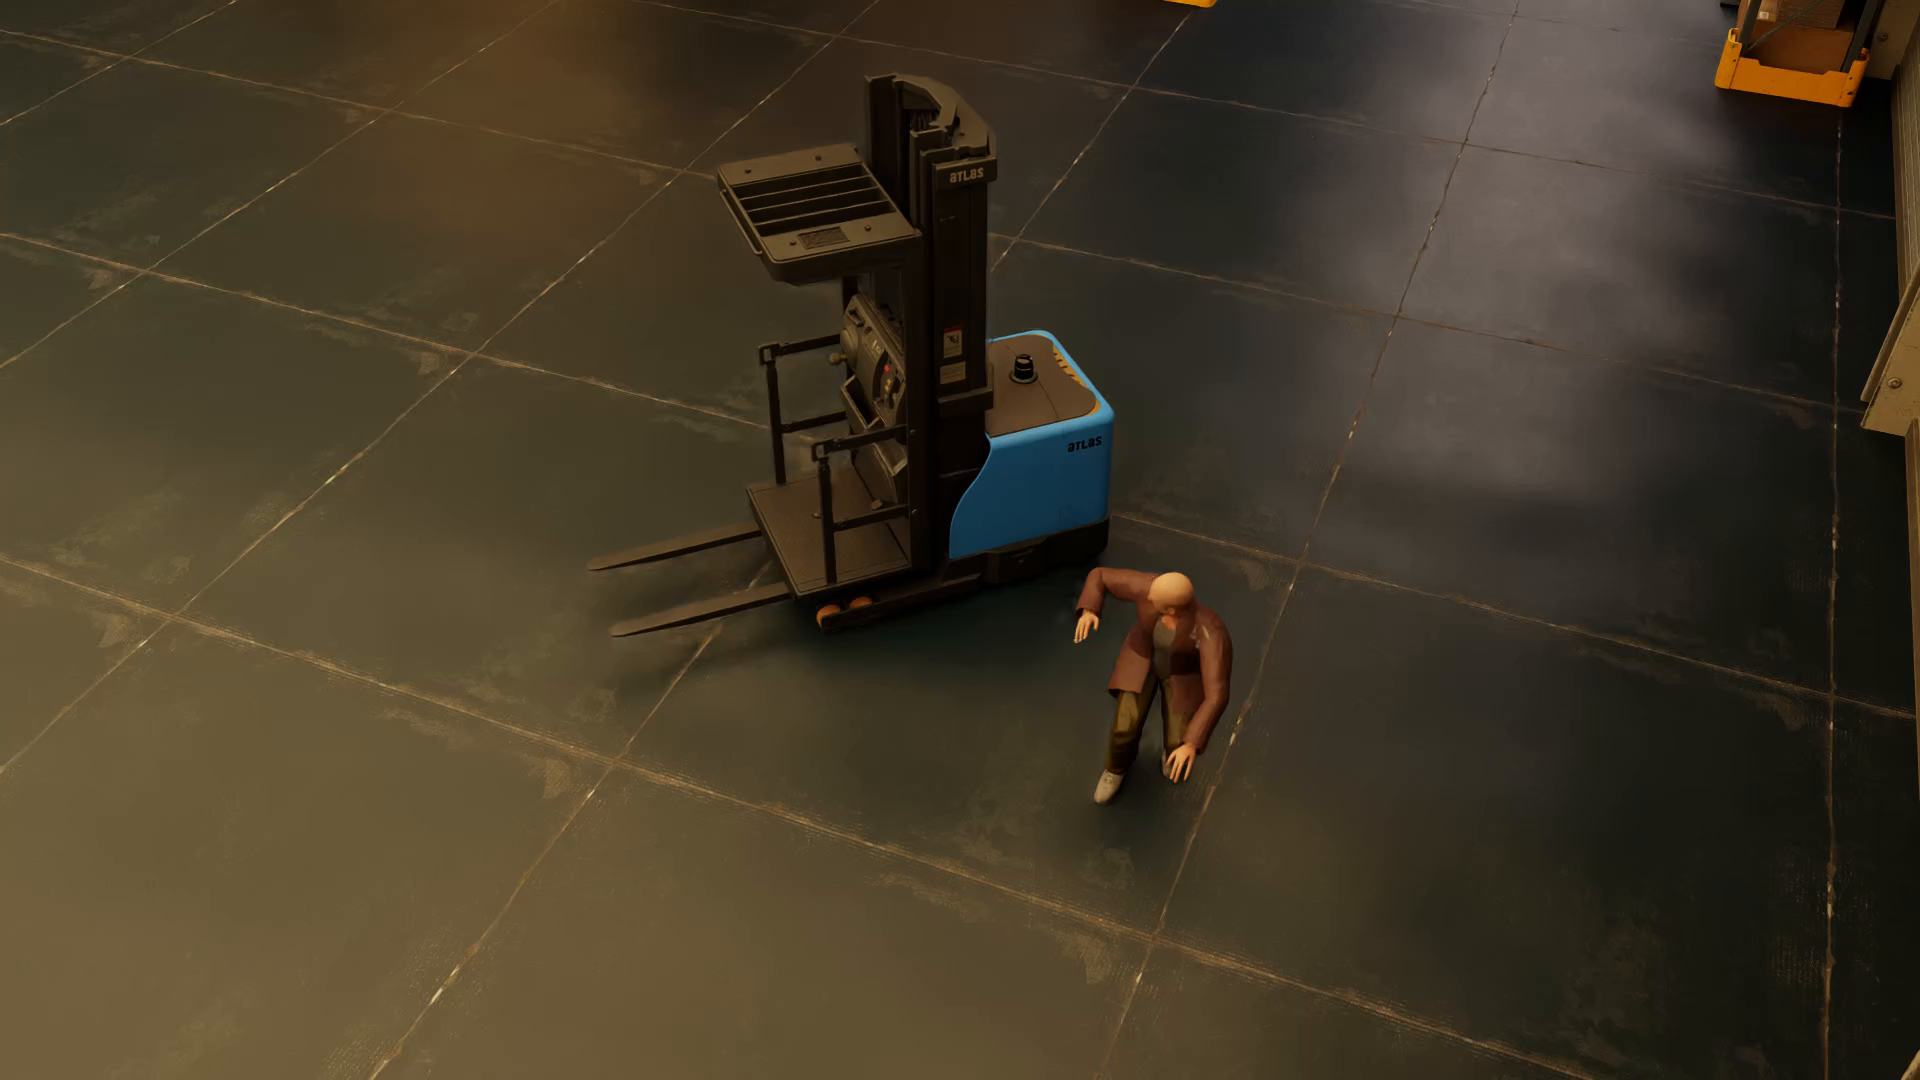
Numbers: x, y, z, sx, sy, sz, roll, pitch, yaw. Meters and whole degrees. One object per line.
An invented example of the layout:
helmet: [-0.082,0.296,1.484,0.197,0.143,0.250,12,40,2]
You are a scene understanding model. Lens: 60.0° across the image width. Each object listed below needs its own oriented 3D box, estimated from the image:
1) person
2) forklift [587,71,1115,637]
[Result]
person: [0.922,0.772,8.226,0.844,1.503,0.991,14,42,16]
forklift: [-0.666,-0.971,9.166,3.031,2.935,1.130,-14,42,-16]
